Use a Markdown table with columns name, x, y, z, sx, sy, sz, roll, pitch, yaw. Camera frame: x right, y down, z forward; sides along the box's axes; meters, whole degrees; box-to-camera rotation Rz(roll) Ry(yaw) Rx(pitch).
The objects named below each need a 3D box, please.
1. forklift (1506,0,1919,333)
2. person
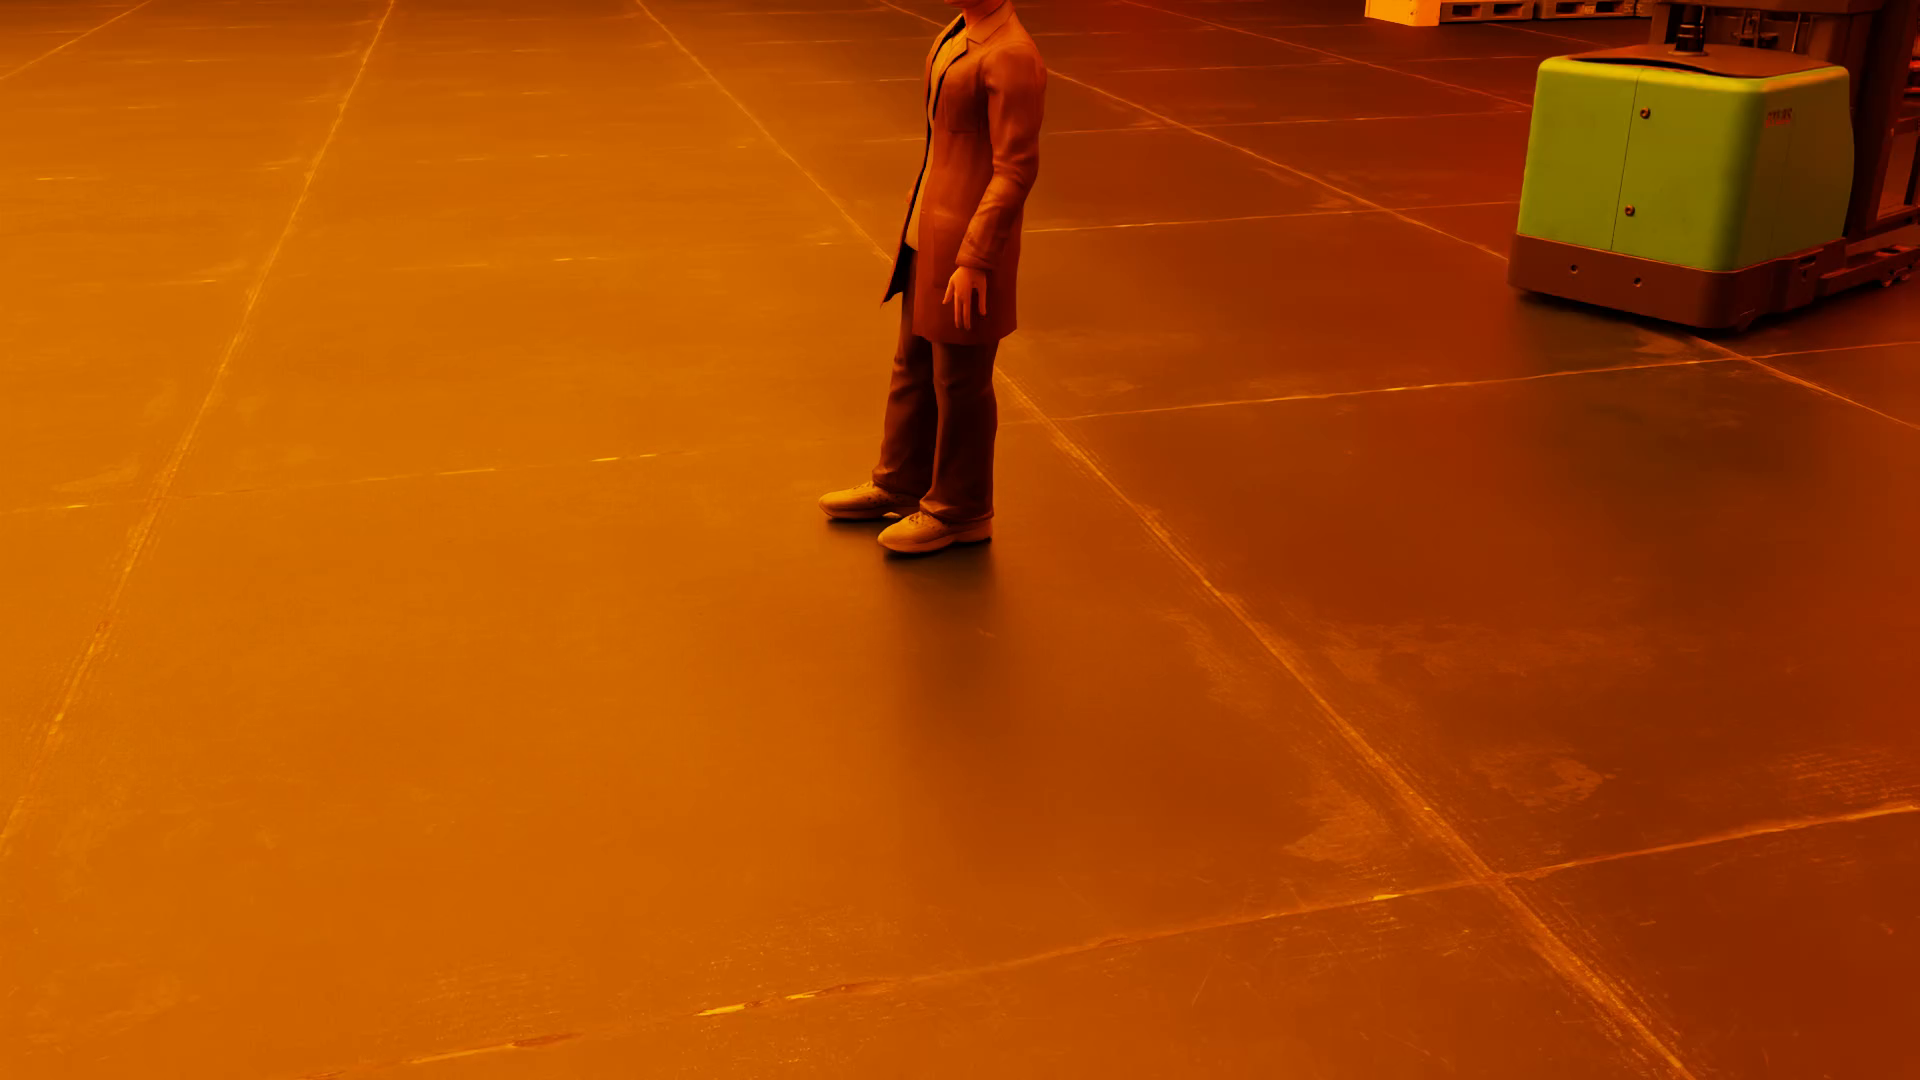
| name | x | y | z | sx | sy | sz | roll | pitch | yaw |
| --- | --- | --- | --- | --- | --- | --- | --- | --- | --- |
| forklift | 3.968 | -2.684 | 7.615 | 3.031 | 2.935 | 1.130 | -18 | 29 | -36 |
| person | -0.089 | -0.817 | 4.684 | 0.582 | 1.775 | 0.696 | -6 | 24 | -14 |
